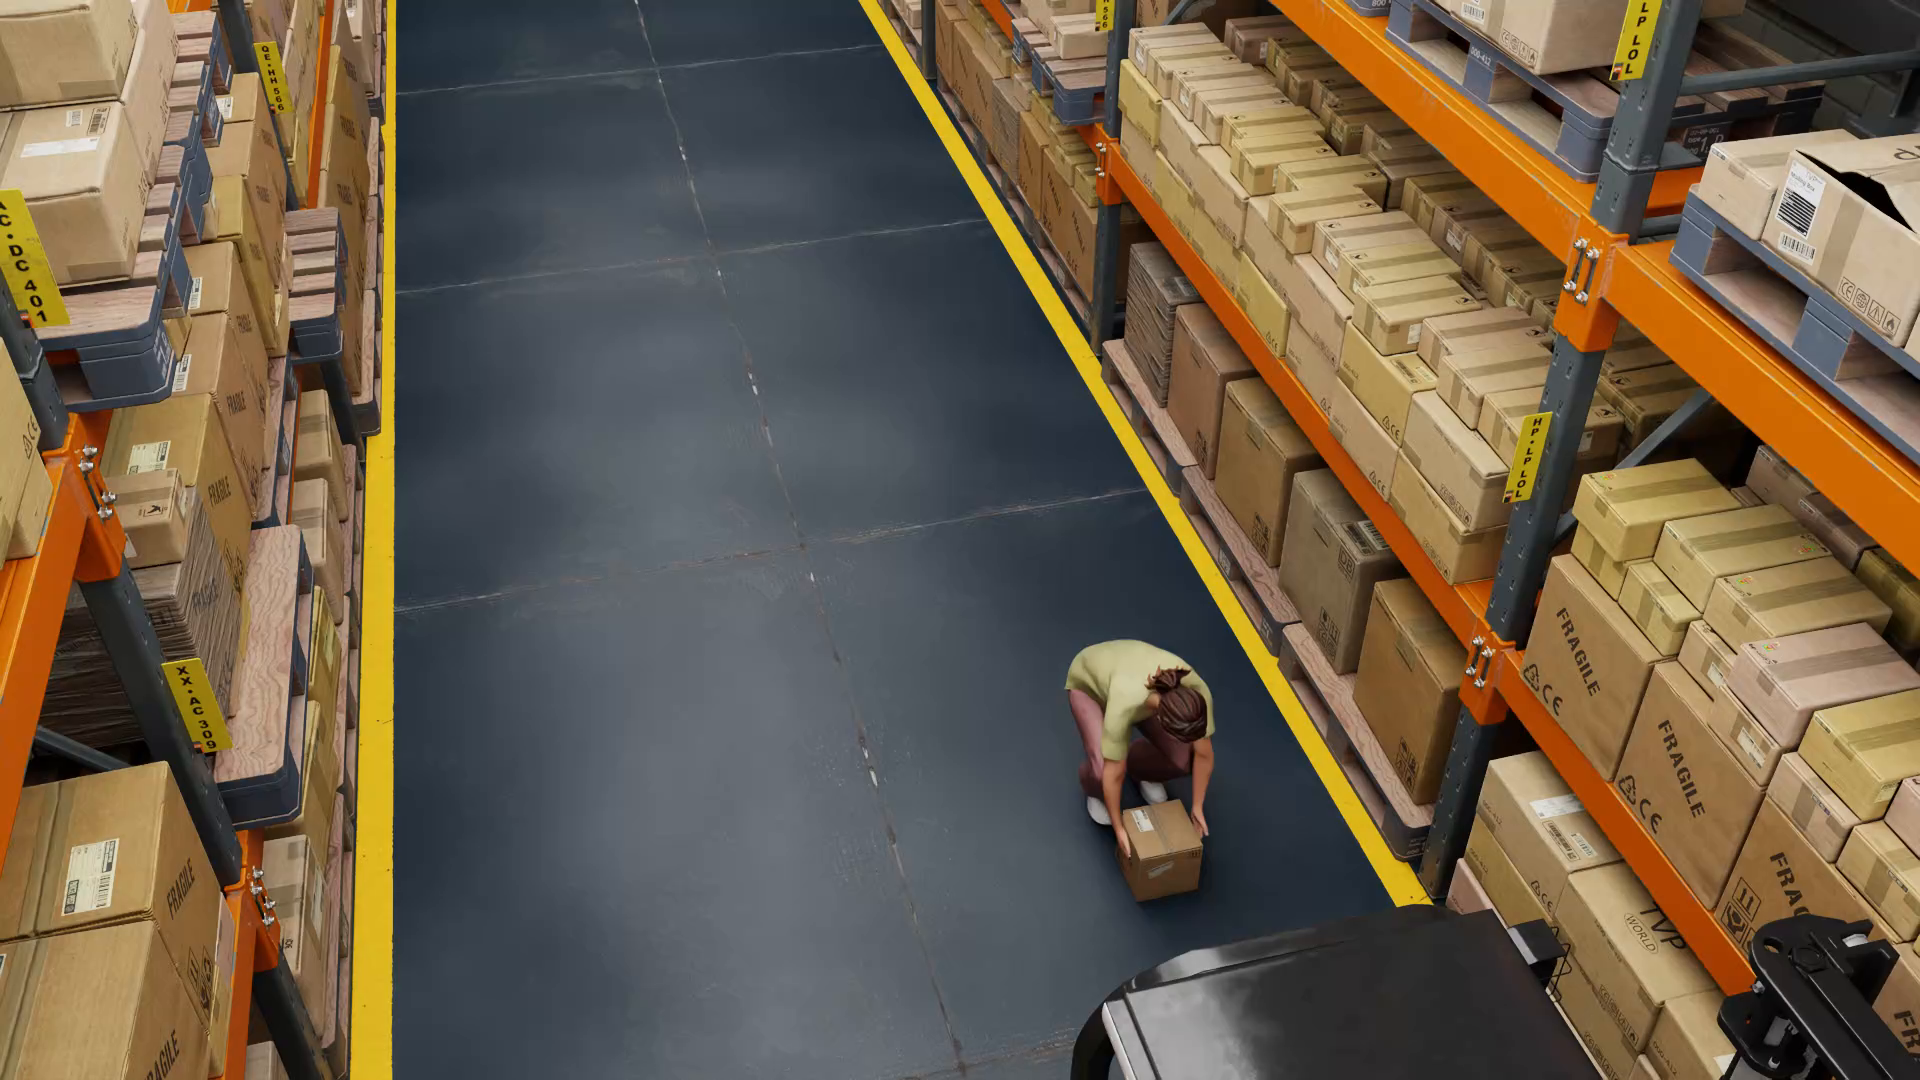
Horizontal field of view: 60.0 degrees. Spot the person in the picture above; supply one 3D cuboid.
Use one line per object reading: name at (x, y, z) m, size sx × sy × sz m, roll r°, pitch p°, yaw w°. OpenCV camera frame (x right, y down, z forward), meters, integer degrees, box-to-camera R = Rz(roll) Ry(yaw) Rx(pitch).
person at (0.701, 0.728, 6.430) m, size 0.480 × 0.890 × 0.799 m, roll -10°, pitch 39°, yaw -12°
